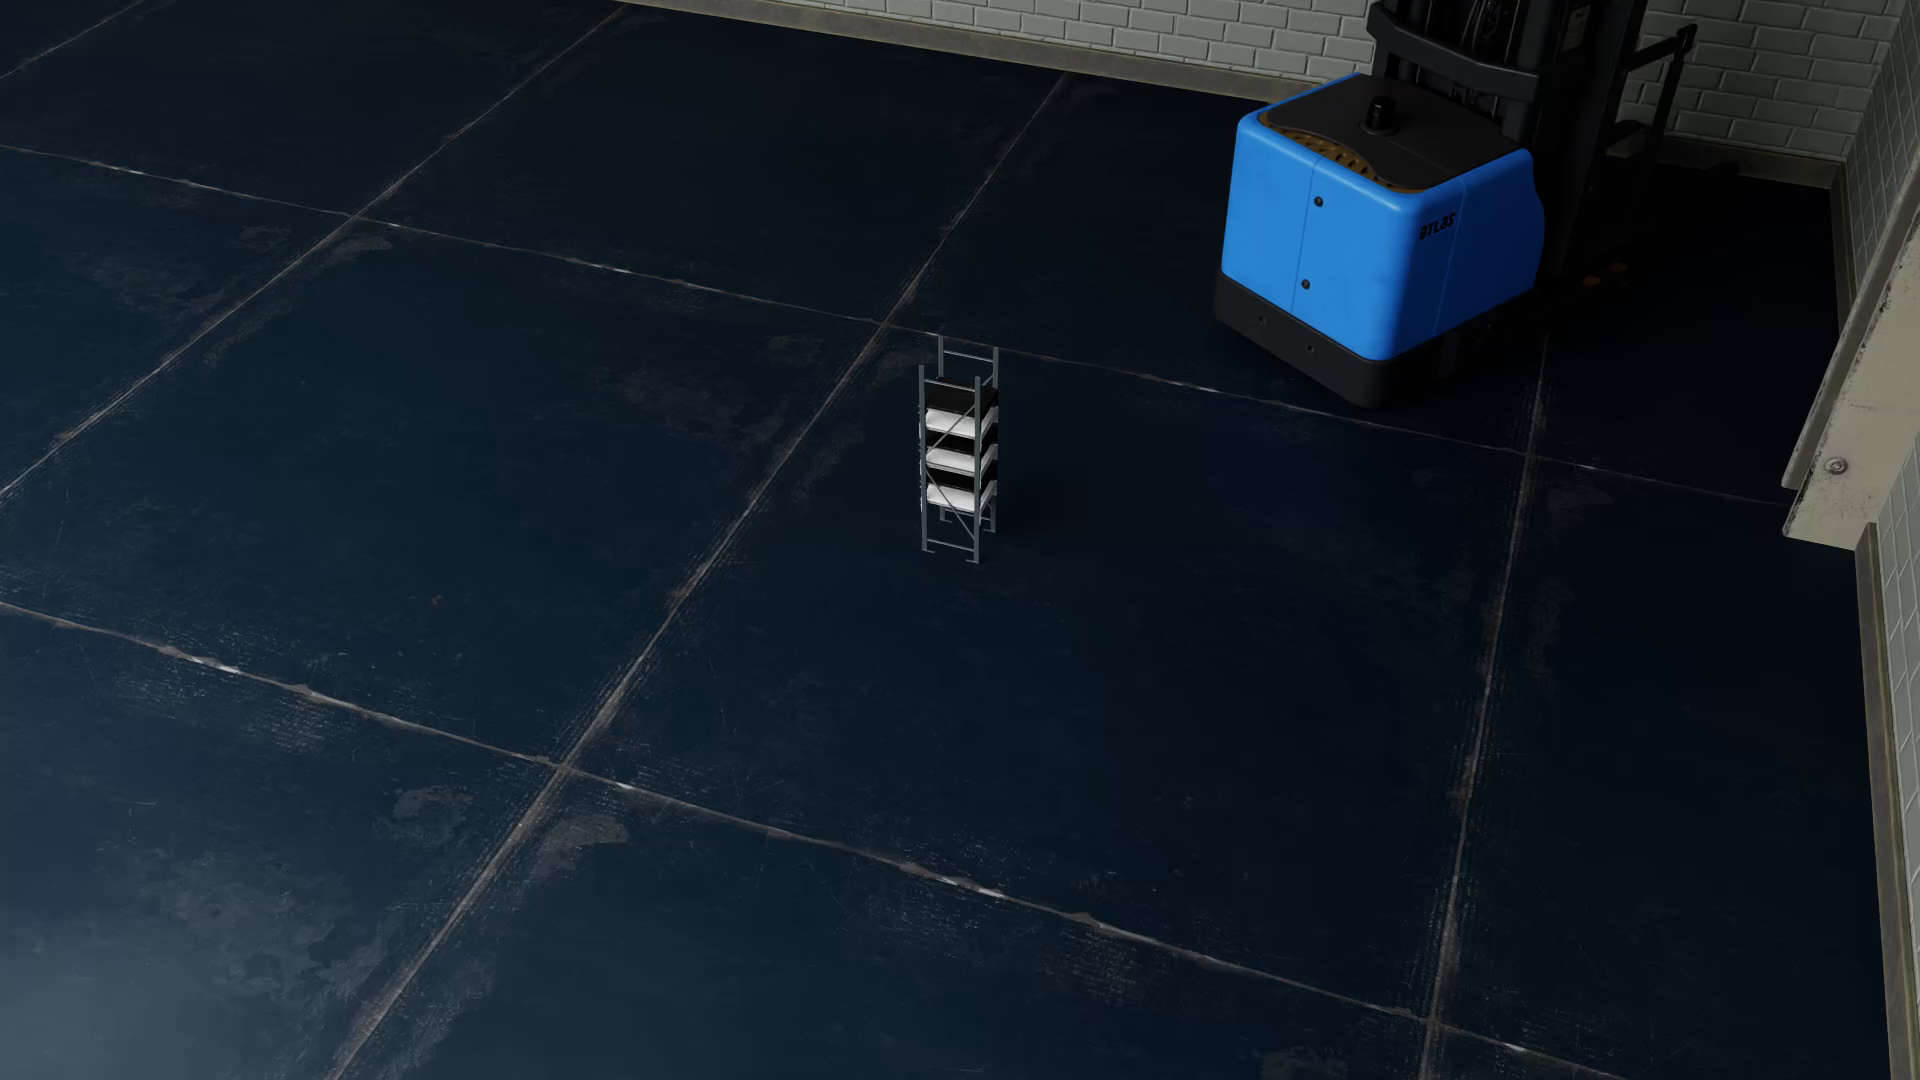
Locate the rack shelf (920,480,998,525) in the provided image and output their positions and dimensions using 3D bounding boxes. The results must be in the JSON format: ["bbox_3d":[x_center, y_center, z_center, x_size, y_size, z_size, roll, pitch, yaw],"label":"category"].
[{"bbox_3d":[-0.003,-0.175,6.591,0.258,0.077,0.200,13,42,15],"label":"rack shelf"}]

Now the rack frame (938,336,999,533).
[{"bbox_3d":[0.032,-0.399,6.525,0.240,0.900,0.006,13,42,15],"label":"rack frame"}]

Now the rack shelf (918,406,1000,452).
[{"bbox_3d":[-0.003,-0.449,6.357,0.258,0.077,0.200,13,42,15],"label":"rack shelf"}]

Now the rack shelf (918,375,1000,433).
[{"bbox_3d":[-0.003,-0.517,6.299,0.258,0.077,0.200,13,42,15],"label":"rack shelf"}]

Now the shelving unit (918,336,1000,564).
[{"bbox_3d":[-0.003,-0.337,6.452,0.258,0.900,0.210,13,42,15],"label":"shelving unit"}]

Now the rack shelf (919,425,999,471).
[{"bbox_3d":[-0.003,-0.381,6.415,0.258,0.077,0.200,13,42,15],"label":"rack shelf"}]

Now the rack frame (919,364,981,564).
[{"bbox_3d":[-0.038,-0.275,6.379,0.240,0.900,0.006,13,42,15],"label":"rack frame"}]

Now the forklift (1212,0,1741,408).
[{"bbox_3d":[2.681,-2.478,7.396,3.031,2.935,1.130,-26,47,-27],"label":"forklift"}]

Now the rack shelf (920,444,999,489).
[{"bbox_3d":[-0.003,-0.312,6.474,0.258,0.077,0.200,13,42,15],"label":"rack shelf"}]

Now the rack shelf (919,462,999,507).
[{"bbox_3d":[-0.003,-0.244,6.532,0.258,0.077,0.200,13,42,15],"label":"rack shelf"}]

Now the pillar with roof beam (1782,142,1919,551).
[{"bbox_3d":[-0.482,-4.483,5.072,9.100,9.000,0.400,13,42,15],"label":"pillar with roof beam"}]
